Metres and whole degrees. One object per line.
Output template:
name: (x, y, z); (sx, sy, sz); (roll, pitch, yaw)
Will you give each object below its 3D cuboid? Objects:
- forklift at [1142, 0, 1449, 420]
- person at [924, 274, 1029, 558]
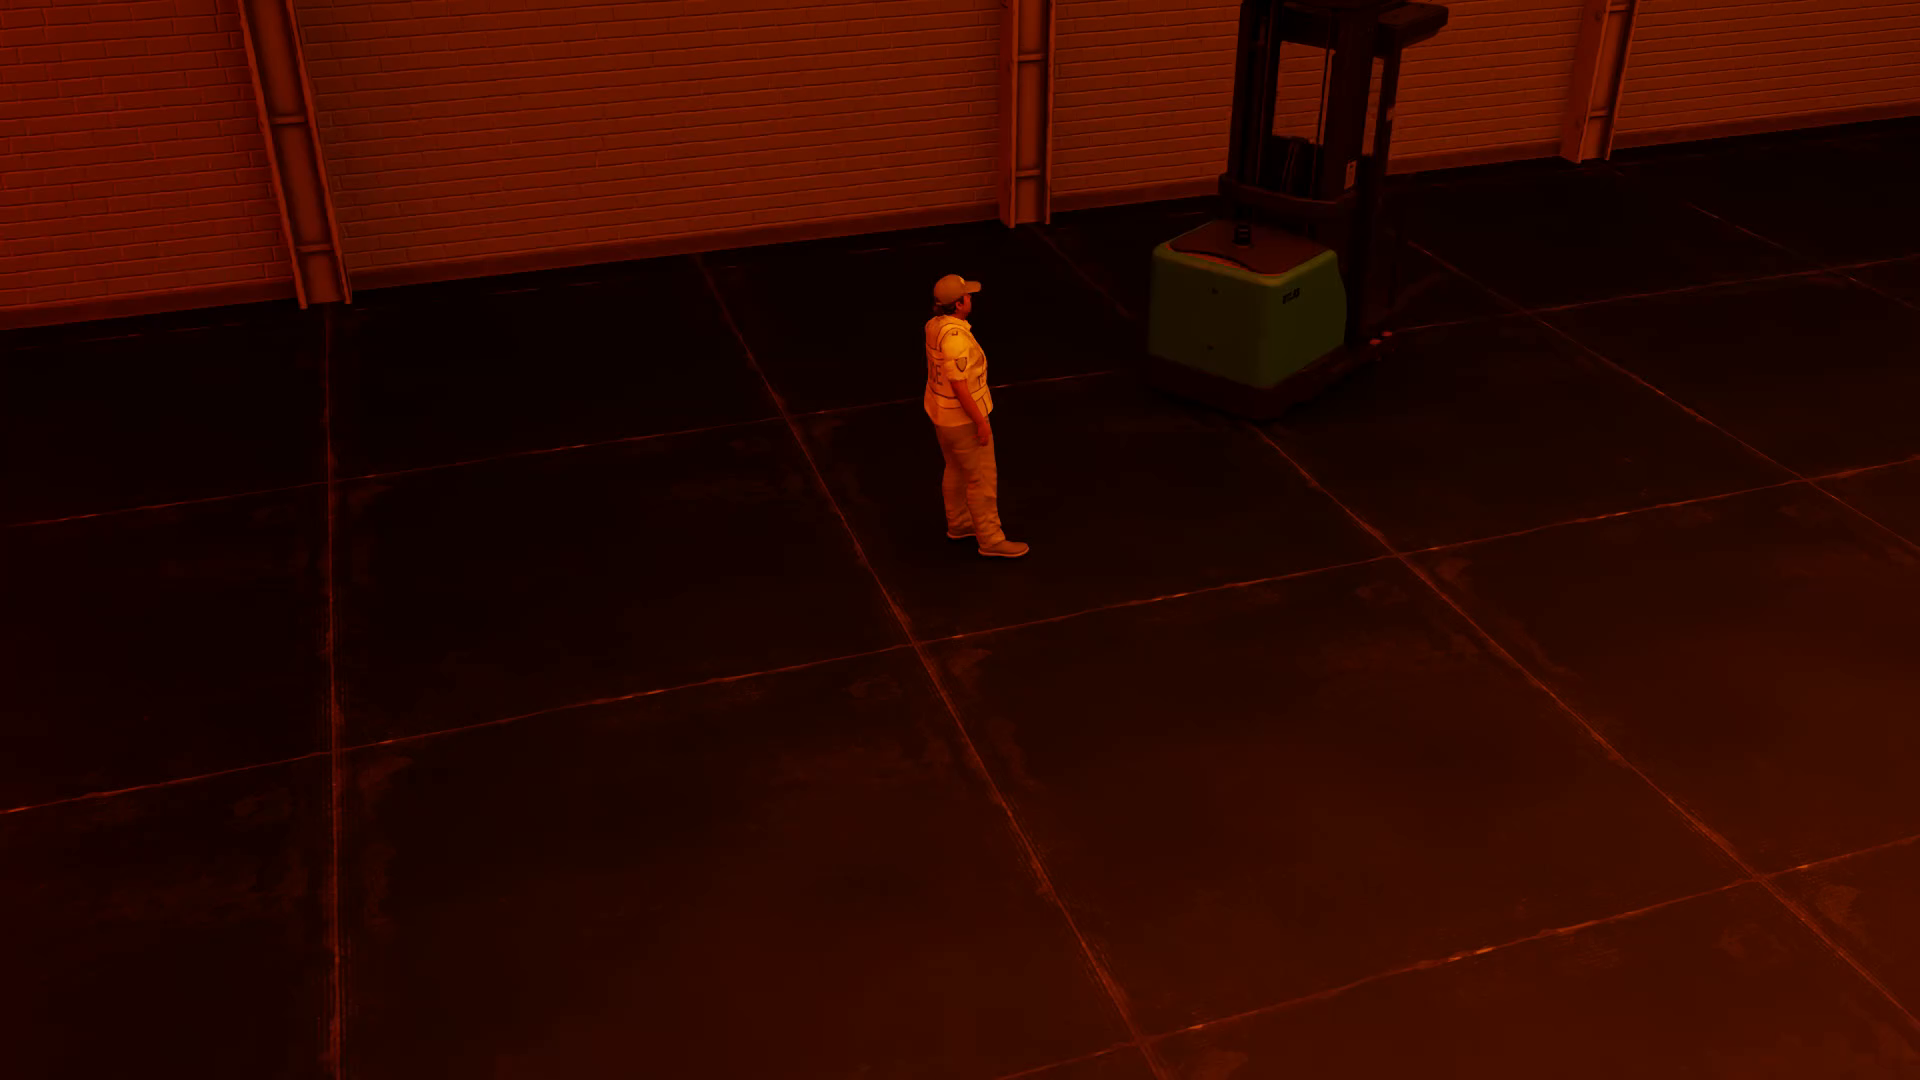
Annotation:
forklift: (2.640, -2.740, 11.849); (1.130, 2.935, 3.031); (23, 37, 34)
person: (0.080, -0.730, 9.609); (0.529, 1.670, 0.598); (-10, 31, -16)
